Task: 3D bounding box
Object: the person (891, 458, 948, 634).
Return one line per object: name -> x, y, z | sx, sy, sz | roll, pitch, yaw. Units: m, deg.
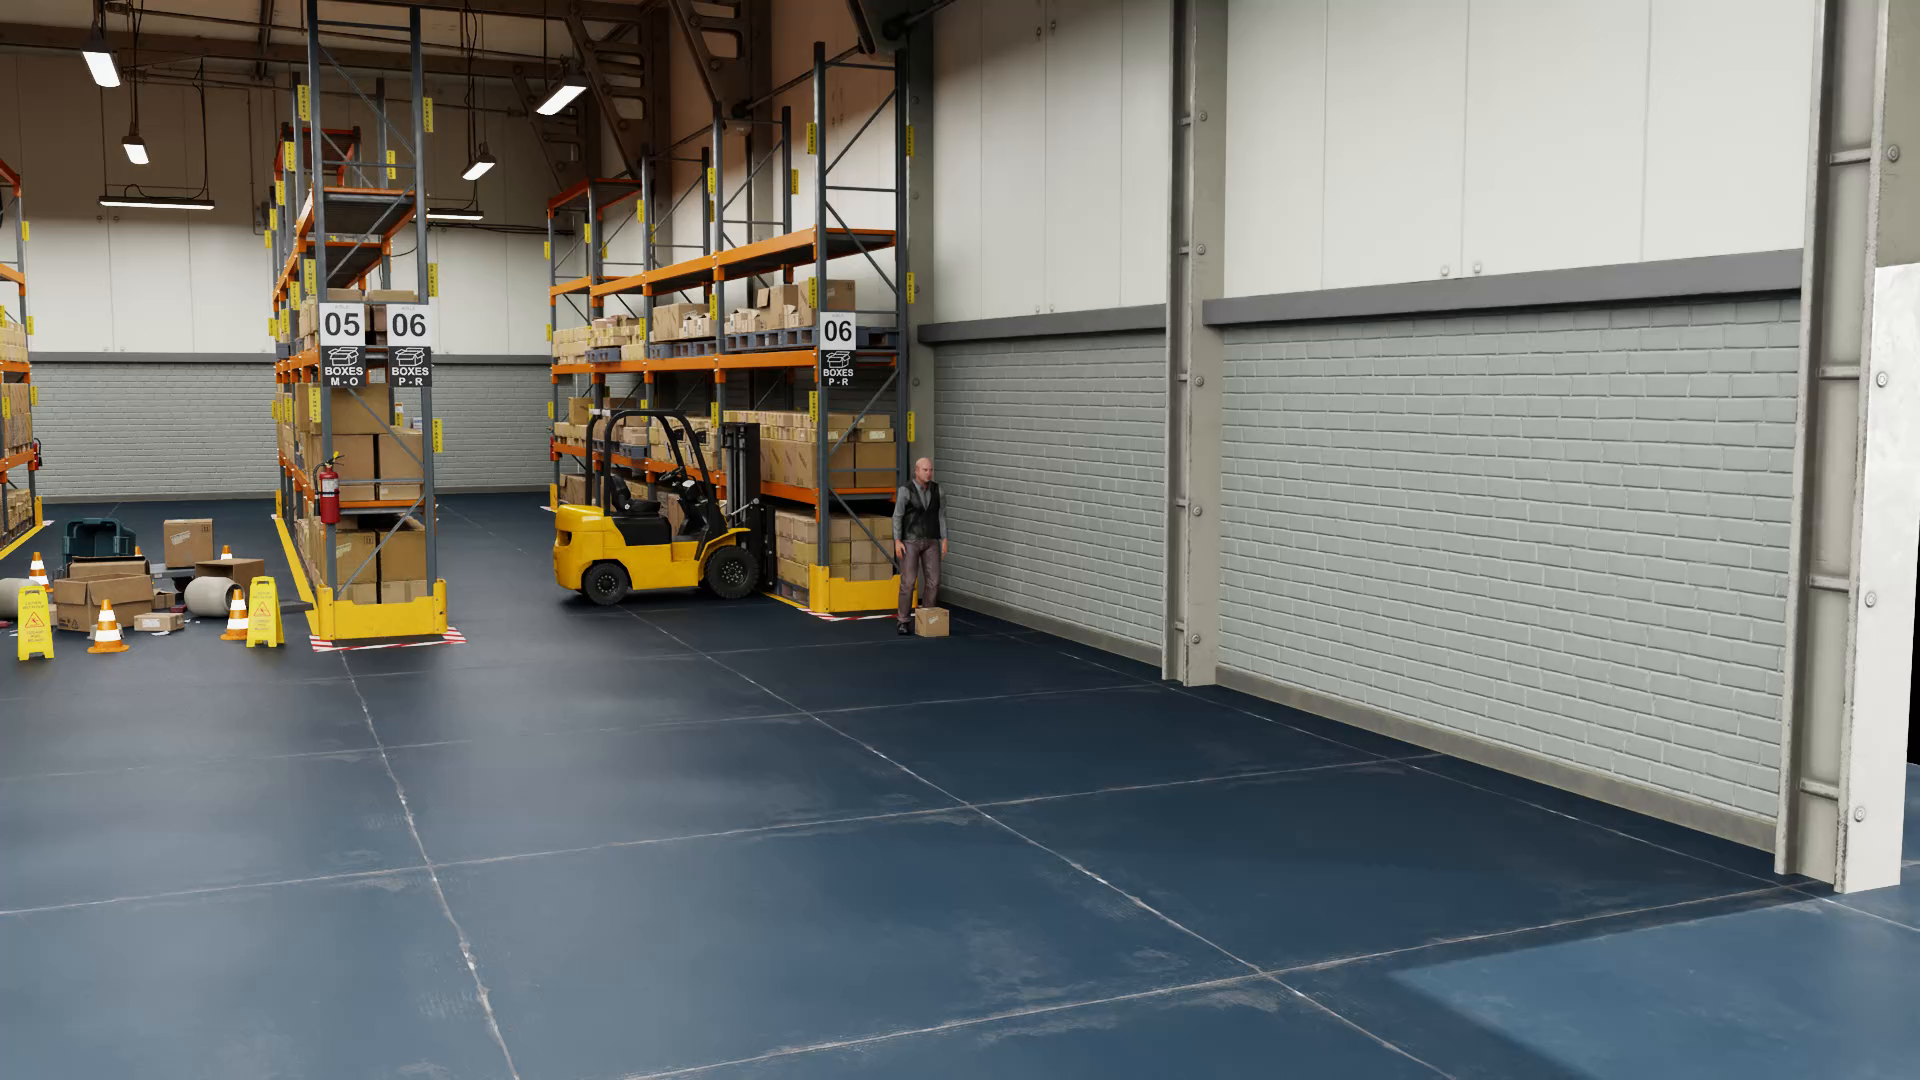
person -> -0.399, 0.045, 16.396 | 0.580, 1.721, 0.420 | -2, 6, -23
